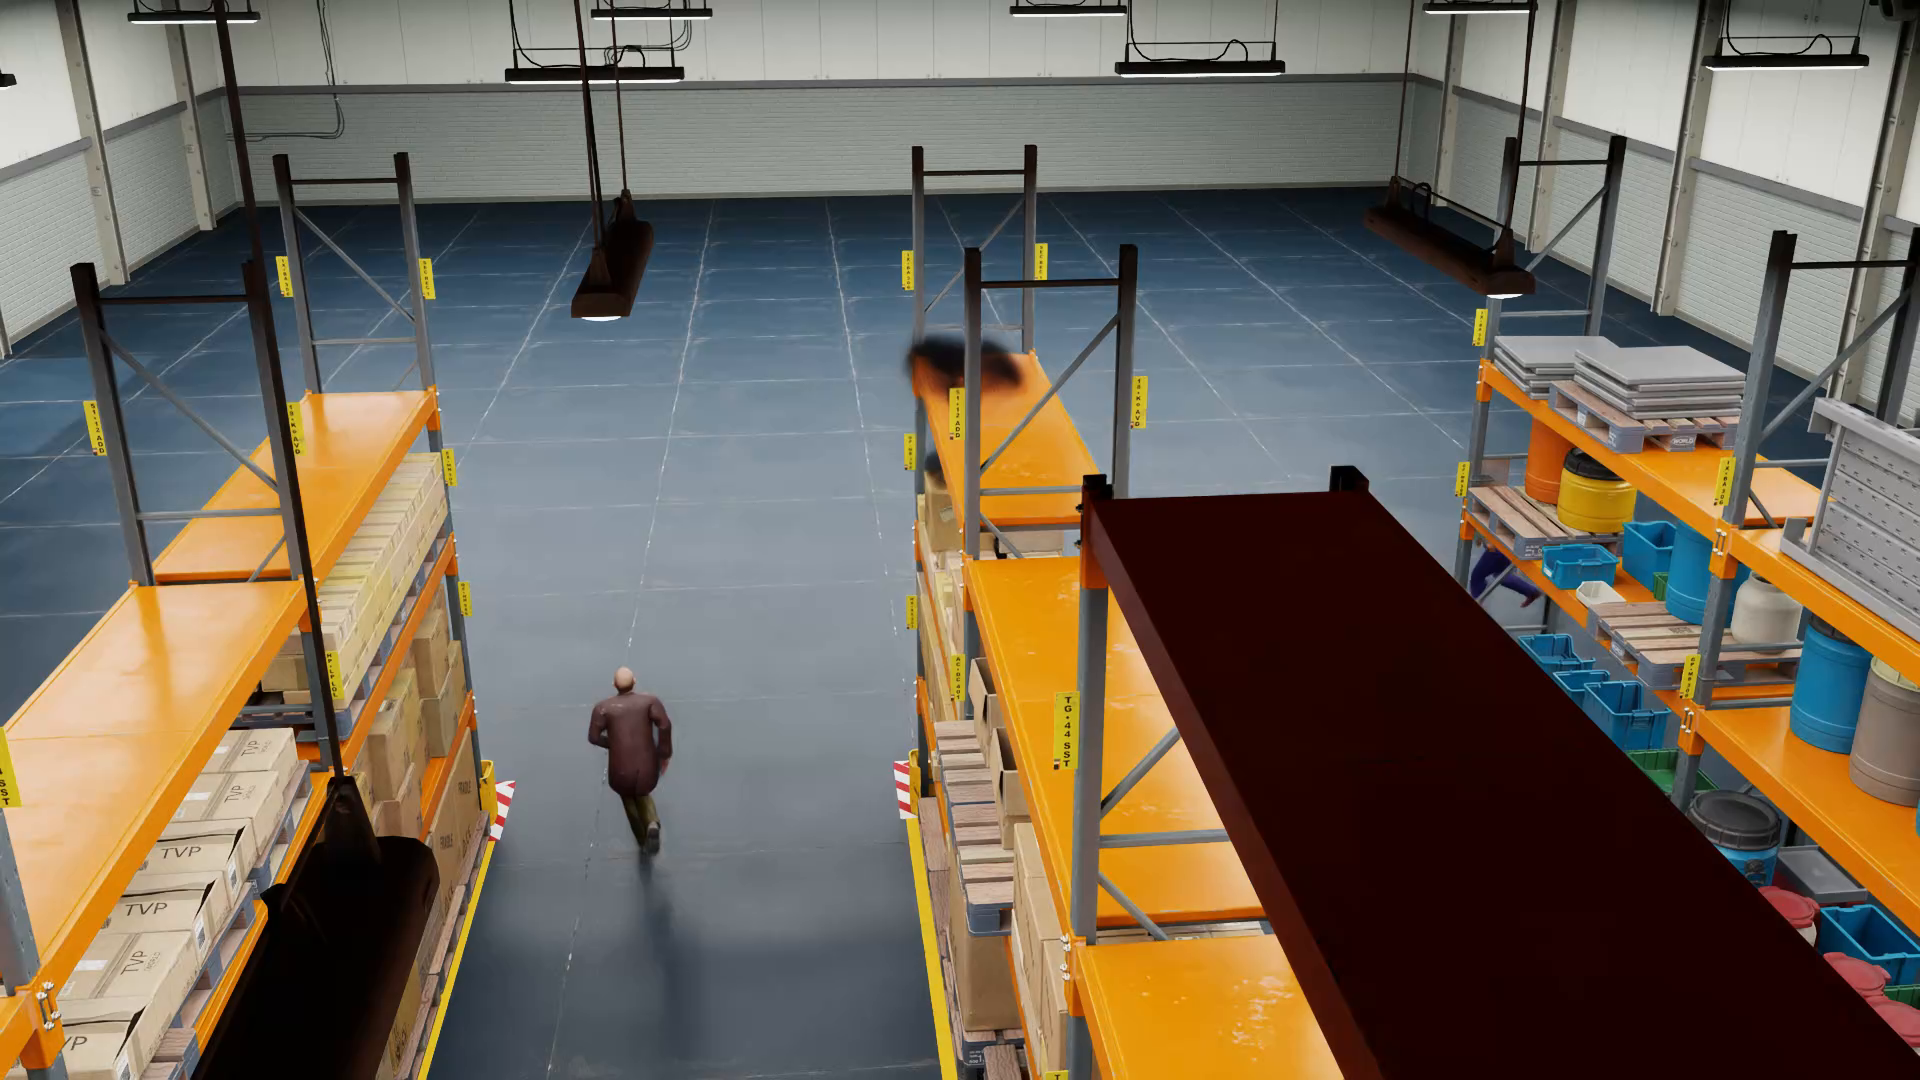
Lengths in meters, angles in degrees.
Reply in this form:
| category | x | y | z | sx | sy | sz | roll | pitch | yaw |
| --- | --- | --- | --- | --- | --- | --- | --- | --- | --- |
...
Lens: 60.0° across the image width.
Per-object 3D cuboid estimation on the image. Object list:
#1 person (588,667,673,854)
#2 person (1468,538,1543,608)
| category | x | y | z | sx | sy | sz | roll | pitch | yaw |
| --- | --- | --- | --- | --- | --- | --- | --- | --- | --- |
| person | -2.819 | 1.971 | 14.363 | 0.686 | 1.718 | 0.759 | -10 | 24 | -23 |
| person | 6.269 | 0.177 | 19.142 | 0.955 | 1.602 | 0.626 | 4 | 22 | 11 |
